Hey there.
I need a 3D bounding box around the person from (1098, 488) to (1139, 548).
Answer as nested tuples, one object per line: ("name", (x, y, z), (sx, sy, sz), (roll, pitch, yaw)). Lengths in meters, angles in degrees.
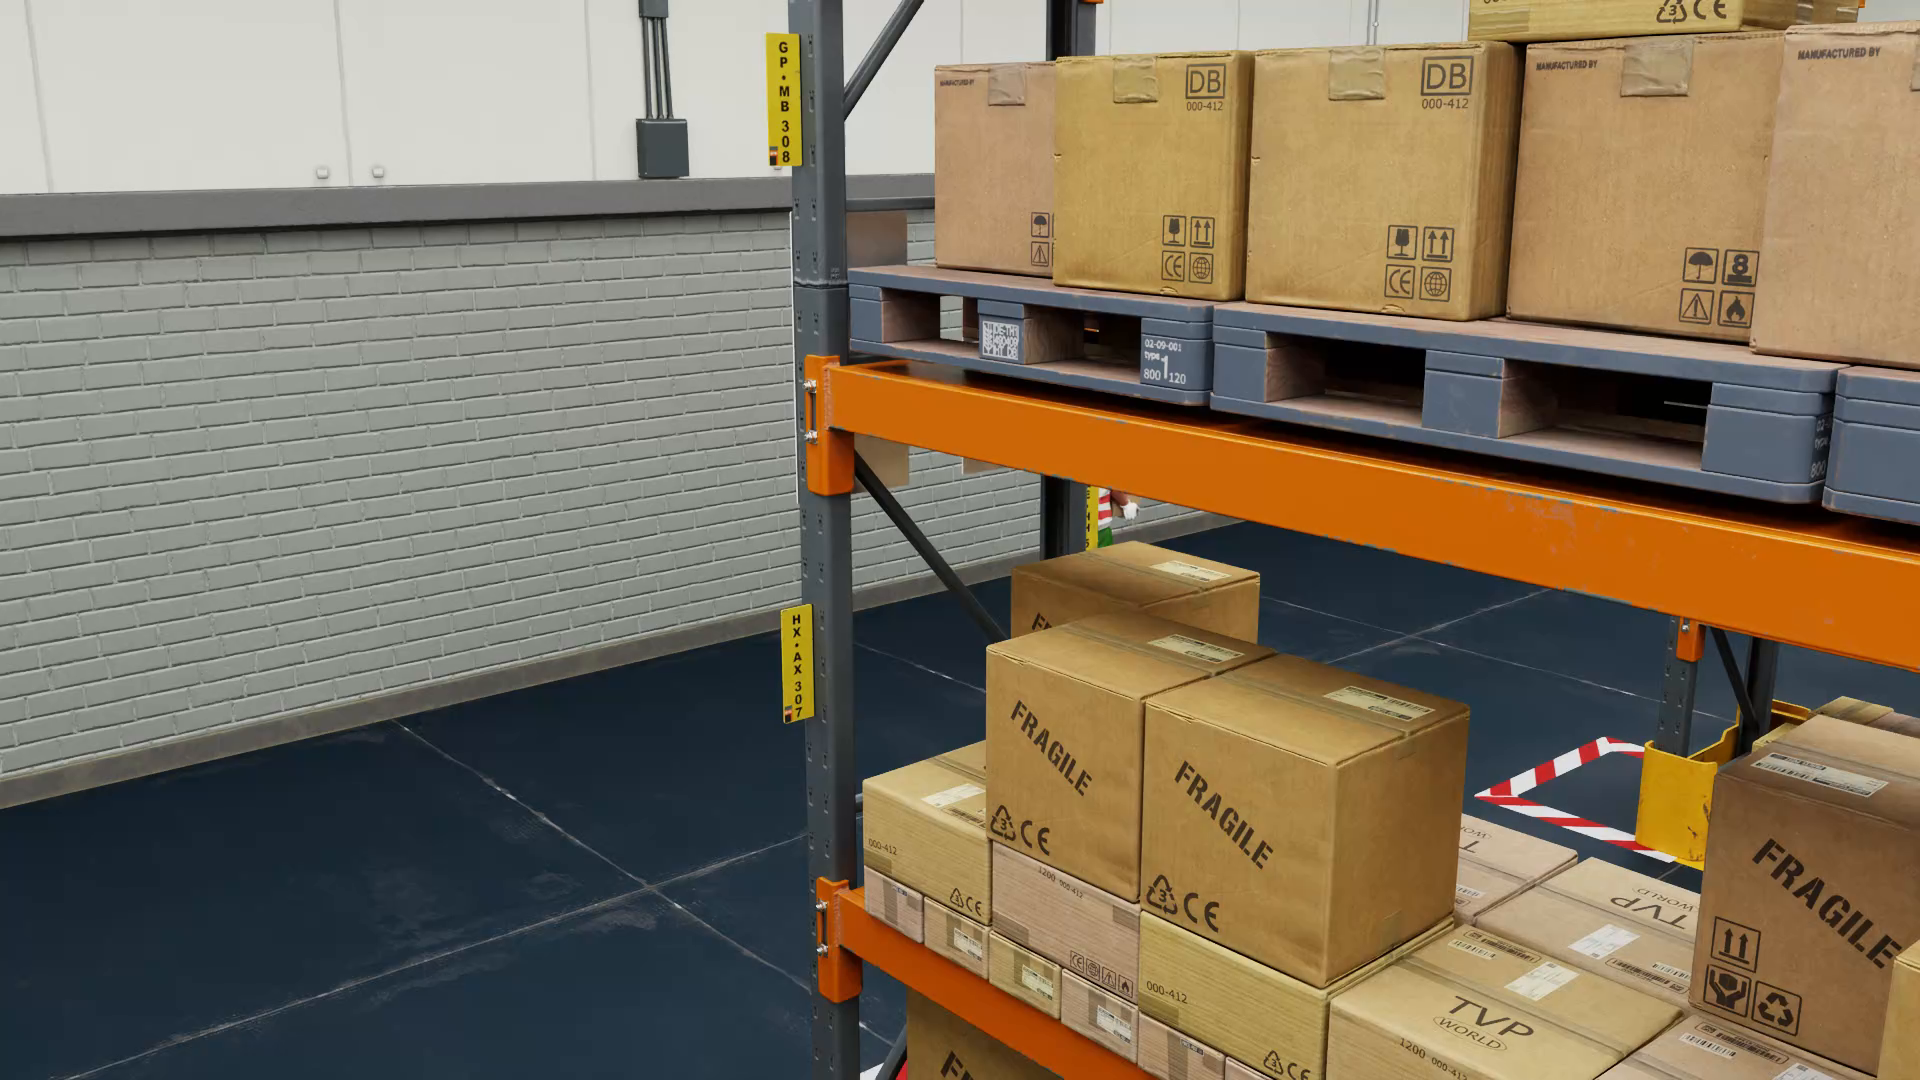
("person", (0.871, -0.113, 10.920), (0.563, 1.783, 0.494), (-12, 18, -39))
